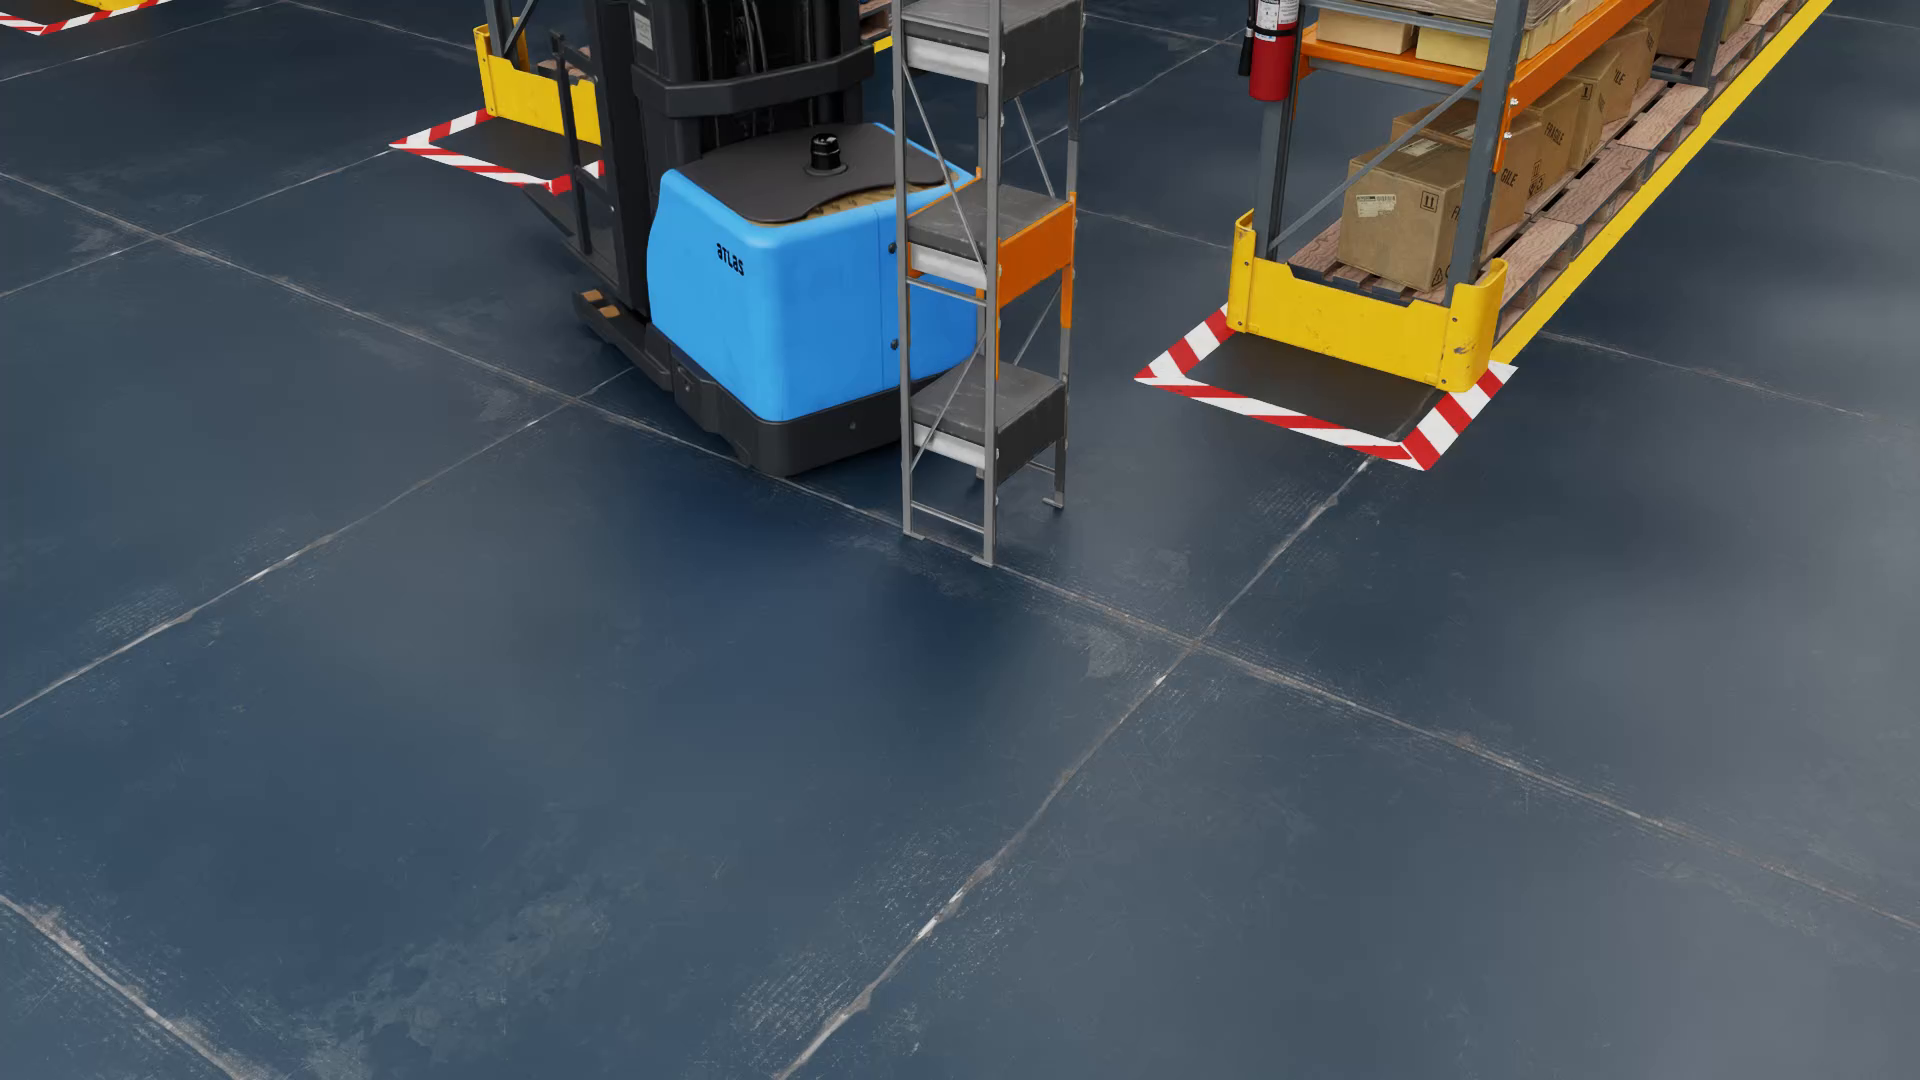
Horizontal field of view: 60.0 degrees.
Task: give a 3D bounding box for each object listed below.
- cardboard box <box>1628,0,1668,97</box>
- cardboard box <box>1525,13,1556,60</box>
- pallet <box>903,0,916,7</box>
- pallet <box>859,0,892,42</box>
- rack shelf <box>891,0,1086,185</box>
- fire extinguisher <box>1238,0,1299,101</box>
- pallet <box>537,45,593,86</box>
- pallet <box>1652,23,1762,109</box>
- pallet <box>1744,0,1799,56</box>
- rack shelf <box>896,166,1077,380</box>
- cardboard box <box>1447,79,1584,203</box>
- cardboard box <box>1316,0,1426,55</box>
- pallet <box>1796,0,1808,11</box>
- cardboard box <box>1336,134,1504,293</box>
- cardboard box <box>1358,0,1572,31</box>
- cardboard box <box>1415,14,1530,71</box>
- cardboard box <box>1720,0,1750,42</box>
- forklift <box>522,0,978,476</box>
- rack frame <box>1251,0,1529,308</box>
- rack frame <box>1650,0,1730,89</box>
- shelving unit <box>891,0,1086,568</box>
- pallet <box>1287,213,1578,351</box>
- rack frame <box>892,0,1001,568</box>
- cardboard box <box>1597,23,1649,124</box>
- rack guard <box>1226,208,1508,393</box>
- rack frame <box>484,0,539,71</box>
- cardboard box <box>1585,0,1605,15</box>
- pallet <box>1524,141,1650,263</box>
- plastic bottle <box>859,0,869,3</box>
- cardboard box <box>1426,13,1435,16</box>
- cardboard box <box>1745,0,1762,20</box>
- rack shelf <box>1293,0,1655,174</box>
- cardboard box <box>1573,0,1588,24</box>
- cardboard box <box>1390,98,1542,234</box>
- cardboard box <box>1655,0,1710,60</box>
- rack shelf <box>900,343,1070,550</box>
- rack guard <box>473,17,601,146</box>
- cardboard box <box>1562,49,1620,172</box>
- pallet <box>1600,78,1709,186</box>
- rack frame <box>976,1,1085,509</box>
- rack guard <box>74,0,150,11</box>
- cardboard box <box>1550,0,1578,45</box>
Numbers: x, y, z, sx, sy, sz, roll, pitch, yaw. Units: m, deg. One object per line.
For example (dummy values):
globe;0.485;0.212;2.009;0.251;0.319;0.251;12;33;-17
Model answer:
cardboard box;3.766;-2.903;9.721;0.500;0.500;0.500;20;39;27
cardboard box;2.263;-2.155;6.983;0.380;0.149;0.250;21;39;28
pallet;-0.459;-4.067;12.075;1.003;0.211;1.213;21;39;28
pallet;-1.154;-3.503;11.242;1.003;0.211;1.213;21;39;28
rack shelf;0.094;-1.515;5.390;0.431;0.518;0.480;21;39;28
fire extinguisher;1.302;-2.157;6.831;0.296;0.674;0.183;21;39;28
pallet;-1.851;-2.944;10.415;1.003;0.211;1.213;21;39;28
pallet;4.469;-3.139;10.704;1.003;0.211;1.213;21;39;28
pallet;5.164;-3.703;11.537;1.003;0.211;1.213;21;39;28
rack shelf;0.094;-0.935;5.782;0.431;0.518;0.480;21;39;28
cardboard box;2.801;-2.083;8.510;0.500;0.500;0.500;25;42;32
cardboard box;1.739;-2.188;7.032;0.380;0.149;0.250;21;39;28
pallet;5.861;-4.262;12.364;1.003;0.211;1.213;21;39;28
cardboard box;2.116;-1.515;7.670;0.500;0.500;0.500;-29;43;-35
cardboard box;2.082;-2.504;6.920;0.875;0.500;0.500;21;39;28
cardboard box;2.104;-2.046;6.822;0.380;0.149;0.250;21;39;28
cardboard box;4.682;-3.572;10.692;0.700;0.500;0.500;21;39;28
forklift;-1.133;-2.247;6.957;1.130;2.935;3.031;-20;39;-27
rack frame;1.746;-2.095;6.670;1.000;3.000;0.127;21;39;28
rack frame;4.027;-3.936;9.392;1.000;3.000;0.127;21;39;28
shelving unit;0.094;-0.946;5.774;0.431;2.100;0.503;21;39;28
pallet;2.282;-1.337;8.039;1.003;0.211;1.213;21;39;28
rack frame;-0.045;-0.834;5.608;0.400;2.100;0.015;21;39;28
cardboard box;3.445;-2.637;9.328;0.500;0.500;0.500;-23;40;-30
rack guard;1.789;-1.094;7.422;1.175;0.500;0.348;21;39;28
rack frame;-2.323;-3.677;9.009;1.000;3.000;0.127;21;39;28
cardboard box;2.691;-2.499;7.493;0.380;0.149;0.250;21;39;28
pallet;2.978;-1.896;8.866;1.003;0.211;1.213;21;39;28
plastic bottle;-0.665;-3.761;11.176;0.097;0.271;0.097;0;34;0
cardboard box;1.882;-2.303;7.202;0.380;0.149;0.250;21;39;28
cardboard box;5.001;-3.829;11.073;0.700;0.500;0.500;18;38;24
rack shelf;2.886;-2.717;8.233;1.077;0.370;4.000;21;39;28
cardboard box;2.543;-2.387;7.326;0.380;0.149;0.250;21;39;28
cardboard box;2.428;-1.801;8.093;0.500;0.500;0.500;-25;41;-32
cardboard box;4.394;-3.358;10.377;0.700;0.500;0.500;18;38;25
rack shelf;0.094;-0.355;6.174;0.431;0.518;0.480;21;39;28
rack guard;-2.318;-2.691;9.784;1.175;0.500;0.348;21;39;28
cardboard box;3.156;-2.326;8.868;0.500;0.500;0.500;18;38;24
pallet;3.673;-2.460;9.699;1.003;0.211;1.213;21;39;28
rack frame;0.234;-1.058;5.940;0.400;2.100;0.015;21;39;28
rack guard;-6.404;-4.214;12.035;1.175;0.500;0.348;21;39;28
cardboard box;2.417;-2.265;7.146;0.380;0.149;0.250;21;39;28
